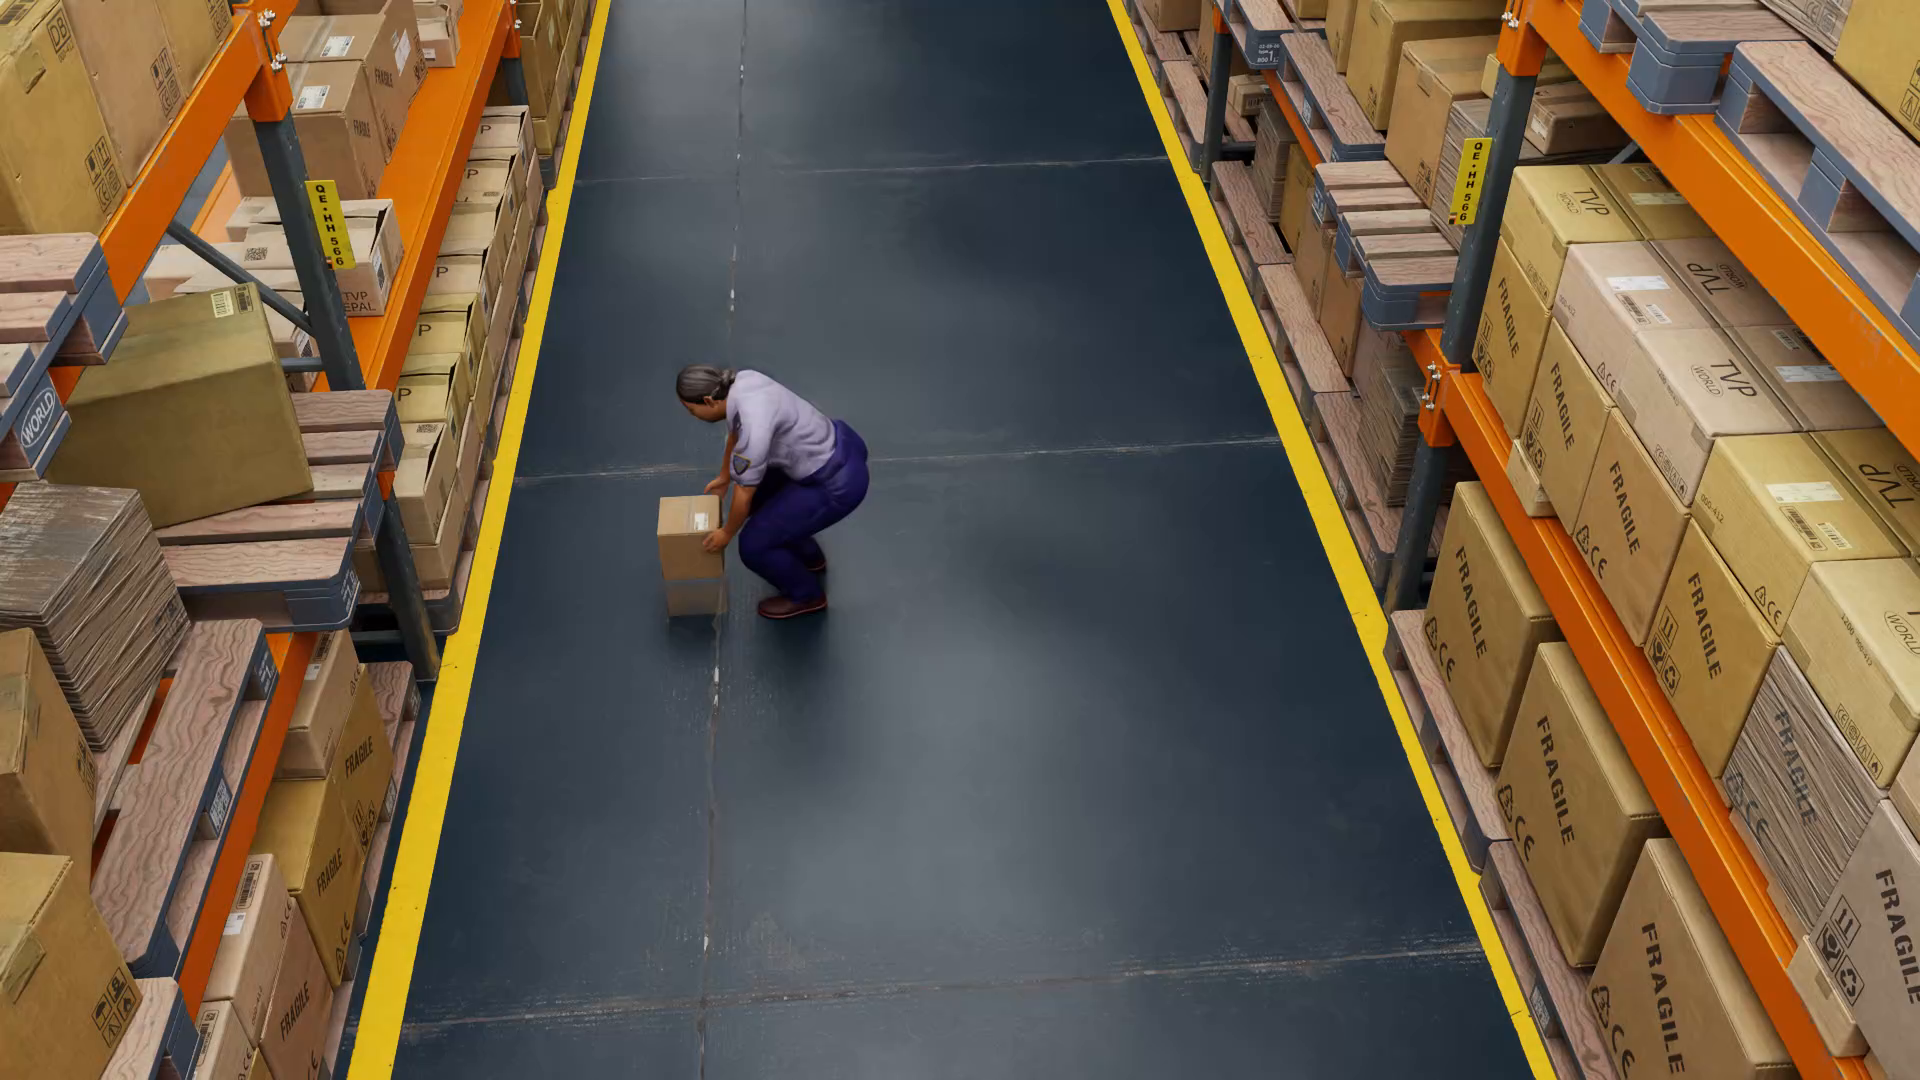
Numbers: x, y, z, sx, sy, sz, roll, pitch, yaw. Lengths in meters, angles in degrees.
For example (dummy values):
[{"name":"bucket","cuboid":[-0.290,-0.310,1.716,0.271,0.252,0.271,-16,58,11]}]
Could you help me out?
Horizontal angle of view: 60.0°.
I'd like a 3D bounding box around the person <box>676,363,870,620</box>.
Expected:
[{"name":"person","cuboid":[-0.737,-0.229,6.803,0.736,1.202,0.537,-3,39,-4]}]
